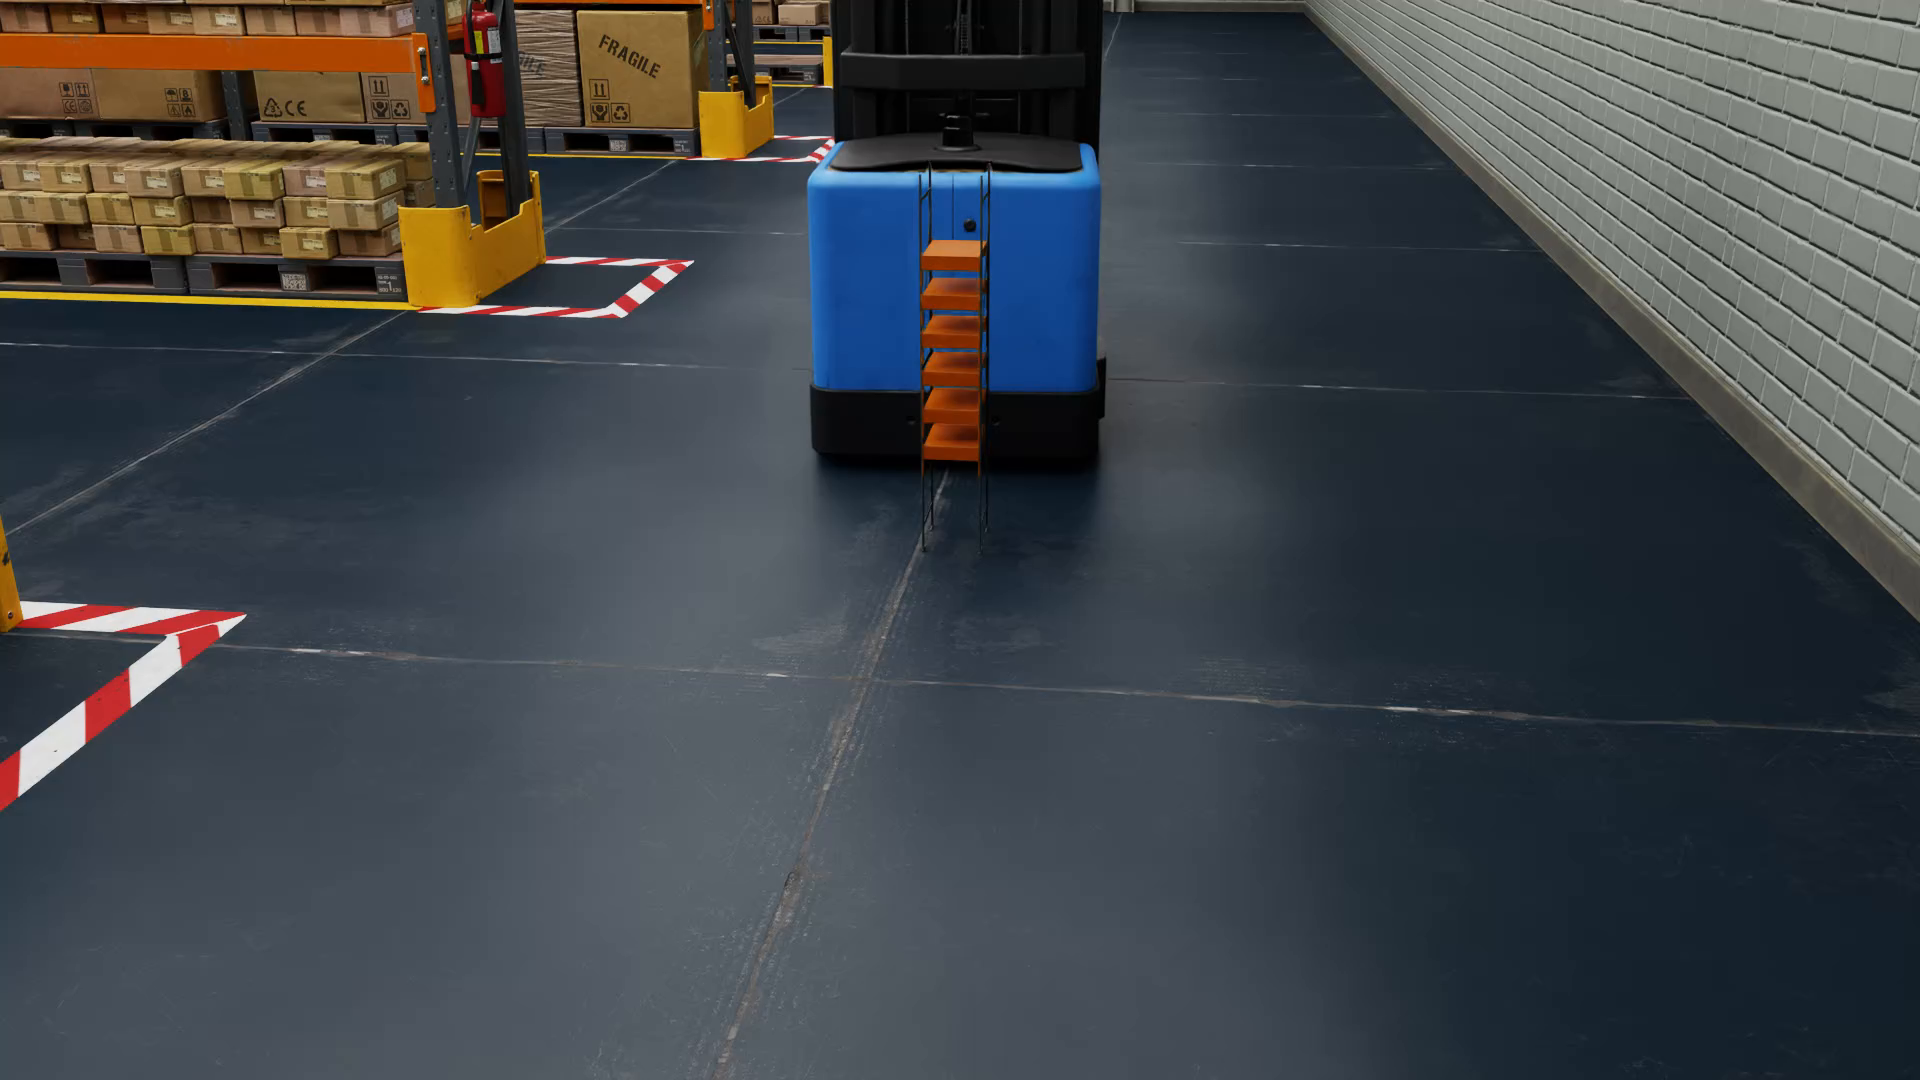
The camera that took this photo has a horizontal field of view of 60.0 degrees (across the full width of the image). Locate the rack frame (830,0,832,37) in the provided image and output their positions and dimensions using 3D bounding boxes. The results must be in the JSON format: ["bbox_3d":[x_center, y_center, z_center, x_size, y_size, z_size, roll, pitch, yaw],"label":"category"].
[{"bbox_3d":[-1.235,-6.397,17.540,0.127,3.000,1.000,2,22,6],"label":"rack frame"}]

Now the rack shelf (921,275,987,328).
[{"bbox_3d":[-0.014,-0.740,5.149,0.180,0.103,0.258,2,22,6],"label":"rack shelf"}]

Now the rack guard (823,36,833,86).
[{"bbox_3d":[-1.209,-5.238,18.009,0.348,0.500,1.175,2,22,6],"label":"rack guard"}]

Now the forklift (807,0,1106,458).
[{"bbox_3d":[0.039,-2.155,6.905,1.130,2.935,3.031,1,22,2],"label":"forklift"}]

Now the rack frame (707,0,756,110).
[{"bbox_3d":[-1.818,-4.588,12.966,0.127,3.000,1.000,2,22,6],"label":"rack frame"}]

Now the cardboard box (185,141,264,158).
[{"bbox_3d":[-4.035,-2.096,9.159,0.250,0.149,0.380,3,22,8],"label":"cardboard box"}]

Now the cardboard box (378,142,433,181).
[{"bbox_3d":[-2.982,-2.075,9.105,0.250,0.149,0.380,2,22,4],"label":"cardboard box"}]

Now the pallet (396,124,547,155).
[{"bbox_3d":[-3.829,-3.351,13.629,1.213,0.211,1.003,2,22,6],"label":"pallet"}]

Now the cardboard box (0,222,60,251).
[{"bbox_3d":[-4.857,-1.650,8.840,0.250,0.149,0.380,2,22,5],"label":"cardboard box"}]

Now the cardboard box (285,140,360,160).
[{"bbox_3d":[-3.505,-2.100,9.170,0.250,0.149,0.380,2,22,6],"label":"cardboard box"}]

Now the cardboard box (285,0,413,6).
[{"bbox_3d":[-2.978,-2.892,8.134,0.500,0.500,0.500,3,22,7],"label":"cardboard box"}]

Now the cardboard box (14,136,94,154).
[{"bbox_3d":[-5.055,-2.158,9.316,0.250,0.149,0.380,1,22,4],"label":"cardboard box"}]

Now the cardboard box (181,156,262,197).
[{"bbox_3d":[-3.822,-1.889,8.636,0.250,0.149,0.380,2,22,4],"label":"cardboard box"}]

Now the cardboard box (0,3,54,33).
[{"bbox_3d":[-4.646,-2.672,8.461,0.250,0.149,0.380,3,22,8],"label":"cardboard box"}]

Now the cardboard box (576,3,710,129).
[{"bbox_3d":[-2.463,-3.794,13.275,0.875,0.875,0.875,2,22,6],"label":"cardboard box"}]

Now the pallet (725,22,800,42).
[{"bbox_3d":[-2.724,-6.999,22.857,1.213,0.211,1.003,2,22,6],"label":"pallet"}]

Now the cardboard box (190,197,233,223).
[{"bbox_3d":[-3.831,-1.779,8.762,0.250,0.149,0.380,2,22,6],"label":"cardboard box"}]

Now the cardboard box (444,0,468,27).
[{"bbox_3d":[-2.785,-2.799,8.780,0.250,0.149,0.380,2,22,6],"label":"cardboard box"}]

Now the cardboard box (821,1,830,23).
[{"bbox_3d":[-1.651,-7.280,22.914,0.500,0.250,0.500,2,22,6],"label":"cardboard box"}]

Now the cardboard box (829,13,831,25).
[{"bbox_3d":[-1.609,-7.076,22.513,0.250,0.166,0.380,2,22,6],"label":"cardboard box"}]

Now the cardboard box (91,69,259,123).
[{"bbox_3d":[-6.428,-3.989,13.768,0.875,0.875,1.225,3,22,6],"label":"cardboard box"}]

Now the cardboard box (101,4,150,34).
[{"bbox_3d":[-4.128,-2.664,8.439,0.250,0.149,0.380,2,22,4],"label":"cardboard box"}]

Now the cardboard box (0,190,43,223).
[{"bbox_3d":[-4.862,-1.787,8.783,0.250,0.149,0.380,2,22,6],"label":"cardboard box"}]

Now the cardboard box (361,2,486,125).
[{"bbox_3d":[-4.250,-3.872,13.472,0.875,0.875,0.875,2,22,6],"label":"cardboard box"}]

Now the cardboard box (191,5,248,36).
[{"bbox_3d":[-3.608,-2.608,8.299,0.250,0.149,0.380,3,22,8],"label":"cardboard box"}]

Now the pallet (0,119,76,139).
[{"bbox_3d":[-7.780,-3.522,14.062,1.213,0.211,1.003,2,22,6],"label":"pallet"}]

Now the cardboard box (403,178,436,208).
[{"bbox_3d":[-2.992,-1.906,9.083,0.250,0.149,0.380,3,22,9],"label":"cardboard box"}]

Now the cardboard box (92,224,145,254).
[{"bbox_3d":[-4.345,-1.628,8.785,0.250,0.149,0.380,3,22,7],"label":"cardboard box"}]

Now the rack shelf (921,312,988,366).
[{"bbox_3d":[-0.014,-0.629,5.193,0.180,0.103,0.258,2,22,6],"label":"rack shelf"}]

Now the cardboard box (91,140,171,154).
[{"bbox_3d":[-4.552,-2.100,9.170,0.250,0.149,0.380,3,22,6],"label":"cardboard box"}]

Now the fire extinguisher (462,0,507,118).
[{"bbox_3d":[-2.306,-2.393,8.025,0.183,0.674,0.296,2,22,6],"label":"fire extinguisher"}]

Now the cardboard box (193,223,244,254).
[{"bbox_3d":[-3.815,-1.621,8.766,0.250,0.149,0.380,3,22,7],"label":"cardboard box"}]

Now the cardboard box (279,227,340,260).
[{"bbox_3d":[-3.316,-1.572,8.643,0.250,0.149,0.380,3,22,8],"label":"cardboard box"}]

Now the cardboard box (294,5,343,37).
[{"bbox_3d":[-3.101,-2.600,8.279,0.250,0.149,0.380,2,22,6],"label":"cardboard box"}]

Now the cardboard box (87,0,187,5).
[{"bbox_3d":[-3.994,-2.935,8.242,0.500,0.500,0.500,3,22,6],"label":"cardboard box"}]

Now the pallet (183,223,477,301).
[{"bbox_3d":[-3.380,-1.536,9.039,1.213,0.211,1.003,2,22,6],"label":"pallet"}]

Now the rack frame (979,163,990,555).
[{"bbox_3d":[0.076,-0.555,5.211,0.006,1.200,0.240,2,22,6],"label":"rack frame"}]

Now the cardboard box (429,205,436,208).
[{"bbox_3d":[-2.984,-1.791,9.196,0.250,0.149,0.380,3,22,7],"label":"cardboard box"}]

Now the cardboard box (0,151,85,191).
[{"bbox_3d":[-4.848,-1.958,8.811,0.250,0.149,0.380,2,22,4],"label":"cardboard box"}]

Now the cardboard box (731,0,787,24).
[{"bbox_3d":[-2.754,-7.342,22.729,0.637,0.503,0.797,2,22,6],"label":"cardboard box"}]

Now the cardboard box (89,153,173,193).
[{"bbox_3d":[-4.344,-1.932,8.745,0.250,0.149,0.380,2,22,4],"label":"cardboard box"}]

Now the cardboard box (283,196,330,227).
[{"bbox_3d":[-3.313,-1.739,8.661,0.250,0.149,0.380,2,22,5],"label":"cardboard box"}]

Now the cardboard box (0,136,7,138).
[{"bbox_3d":[-5.584,-2.176,9.361,0.250,0.149,0.380,2,22,6],"label":"cardboard box"}]

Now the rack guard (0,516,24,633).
[{"bbox_3d":[-2.960,0.193,4.271,0.348,0.500,1.175,2,22,6],"label":"rack guard"}]

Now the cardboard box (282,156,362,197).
[{"bbox_3d":[-3.300,-1.890,8.638,0.250,0.149,0.380,3,22,7],"label":"cardboard box"}]

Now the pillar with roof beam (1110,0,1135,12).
[{"bbox_3d":[2.207,-11.431,22.113,0.400,9.000,9.100,2,22,6],"label":"pillar with roof beam"}]

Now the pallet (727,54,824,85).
[{"bbox_3d":[-2.049,-5.150,18.178,1.213,0.211,1.003,2,22,6],"label":"pallet"}]

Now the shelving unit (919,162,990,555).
[{"bbox_3d":[-0.014,-0.559,5.221,0.189,1.200,0.258,2,22,6],"label":"shelving unit"}]

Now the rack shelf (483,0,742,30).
[{"bbox_3d":[-3.804,-4.340,13.317,4.000,0.370,1.077,2,22,6],"label":"rack shelf"}]

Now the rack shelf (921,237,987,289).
[{"bbox_3d":[-0.014,-0.852,5.105,0.180,0.103,0.258,2,22,6],"label":"rack shelf"}]

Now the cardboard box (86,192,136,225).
[{"bbox_3d":[-4.344,-1.766,8.728,0.250,0.149,0.380,4,22,9],"label":"cardboard box"}]
